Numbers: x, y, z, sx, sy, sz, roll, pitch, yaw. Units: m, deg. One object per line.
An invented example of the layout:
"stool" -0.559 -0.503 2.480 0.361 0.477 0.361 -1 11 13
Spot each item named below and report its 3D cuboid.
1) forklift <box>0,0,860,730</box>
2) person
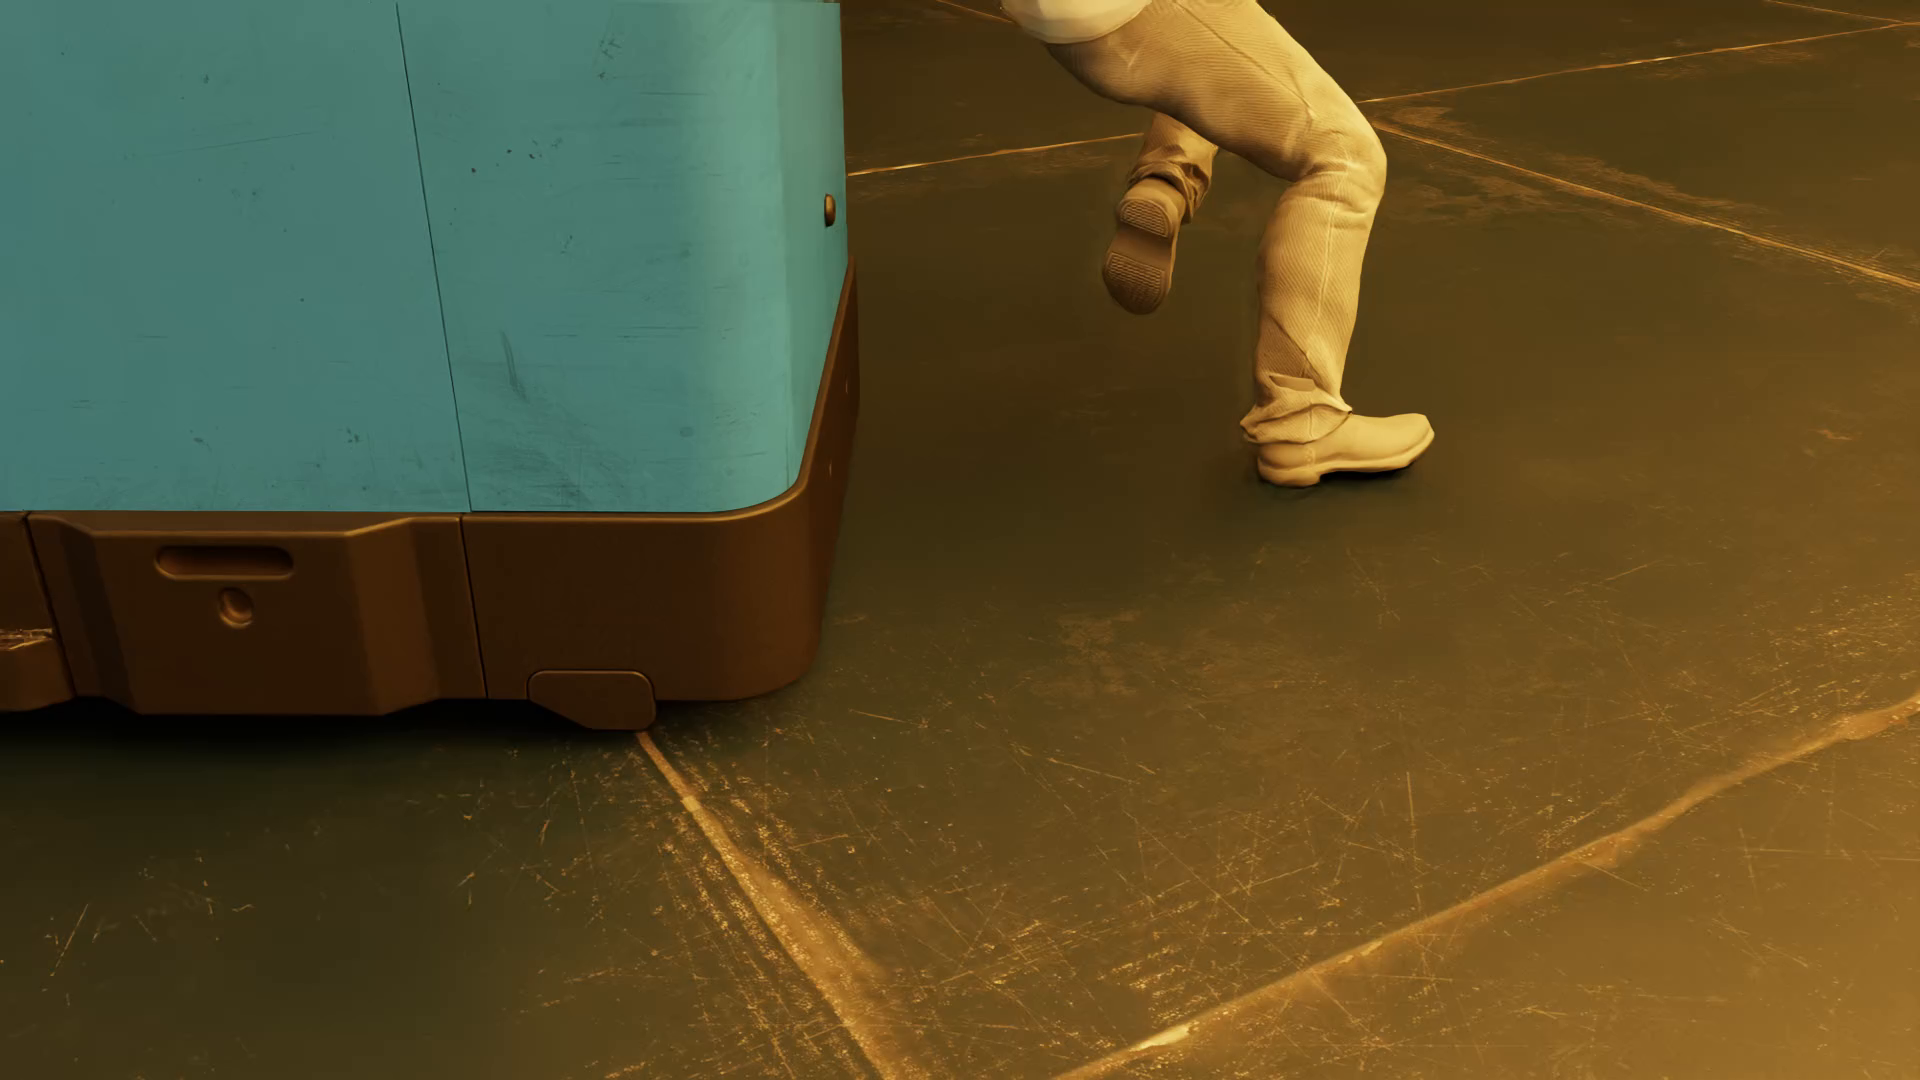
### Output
"forklift" -1.689 -1.296 1.815 3.031 2.935 1.130 0 27 1
"person" 0.487 -0.953 2.690 0.832 1.539 0.868 -7 28 -14
